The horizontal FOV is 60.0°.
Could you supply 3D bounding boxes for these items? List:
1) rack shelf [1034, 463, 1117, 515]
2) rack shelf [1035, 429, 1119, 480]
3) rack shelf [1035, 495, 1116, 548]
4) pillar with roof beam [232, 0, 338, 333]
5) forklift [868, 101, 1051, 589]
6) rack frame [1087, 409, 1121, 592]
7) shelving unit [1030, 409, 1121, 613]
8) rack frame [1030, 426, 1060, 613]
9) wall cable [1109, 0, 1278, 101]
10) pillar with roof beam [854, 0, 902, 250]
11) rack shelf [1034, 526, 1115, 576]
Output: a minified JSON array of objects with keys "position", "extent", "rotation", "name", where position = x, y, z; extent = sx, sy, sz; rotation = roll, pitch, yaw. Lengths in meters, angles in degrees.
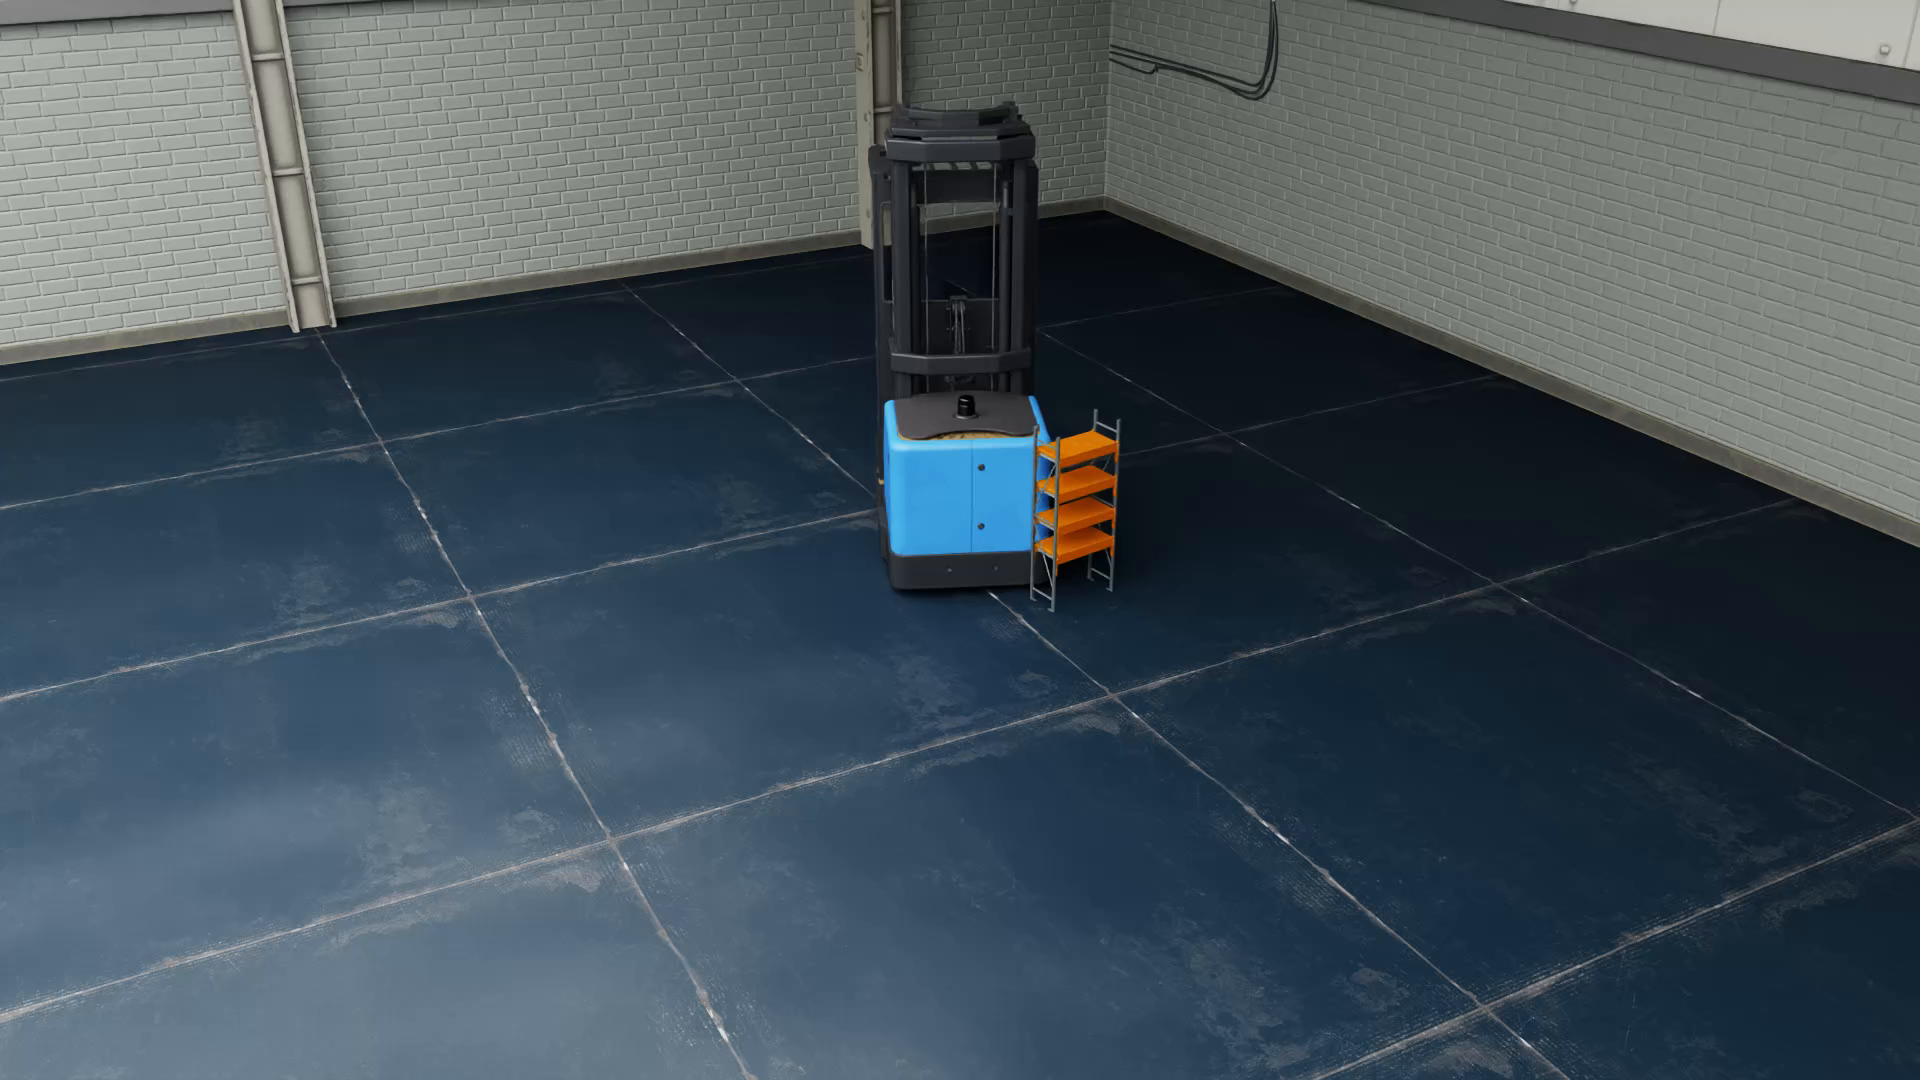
[{"position":[0.726,-0.324,10.479],"extent":[0.480,0.148,0.258],"rotation":[-18,31,-32],"name":"rack shelf"},{"position":[0.727,-0.537,10.376],"extent":[0.480,0.148,0.258],"rotation":[-18,31,-32],"name":"rack shelf"},{"position":[0.726,-0.123,10.576],"extent":[0.480,0.148,0.258],"rotation":[-18,31,-32],"name":"rack shelf"},{"position":[-4.124,-4.457,10.437],"extent":[0.400,9.000,9.100],"rotation":[-13,29,-25],"name":"pillar with roof beam"},{"position":[-0.052,-1.606,11.511],"extent":[1.130,2.935,3.031],"rotation":[-2,26,-4],"name":"forklift"},{"position":[0.922,-0.246,10.677],"extent":[0.015,1.200,0.240],"rotation":[-18,31,-32],"name":"rack frame"},{"position":[0.726,-0.183,10.547],"extent":[0.503,1.200,0.258],"rotation":[-18,31,-32],"name":"shelving unit"},{"position":[0.530,-0.120,10.416],"extent":[0.015,1.200,0.240],"rotation":[-18,31,-32],"name":"rack frame"},{"position":[2.366,-6.018,17.277],"extent":[0.112,2.526,3.097],"rotation":[-13,29,-25],"name":"wall cable"},{"position":[1.170,-5.679,12.983],"extent":[0.400,9.000,9.100],"rotation":[-13,29,-25],"name":"pillar with roof beam"},{"position":[0.726,0.056,10.662],"extent":[0.480,0.148,0.258],"rotation":[-18,31,-32],"name":"rack shelf"}]
